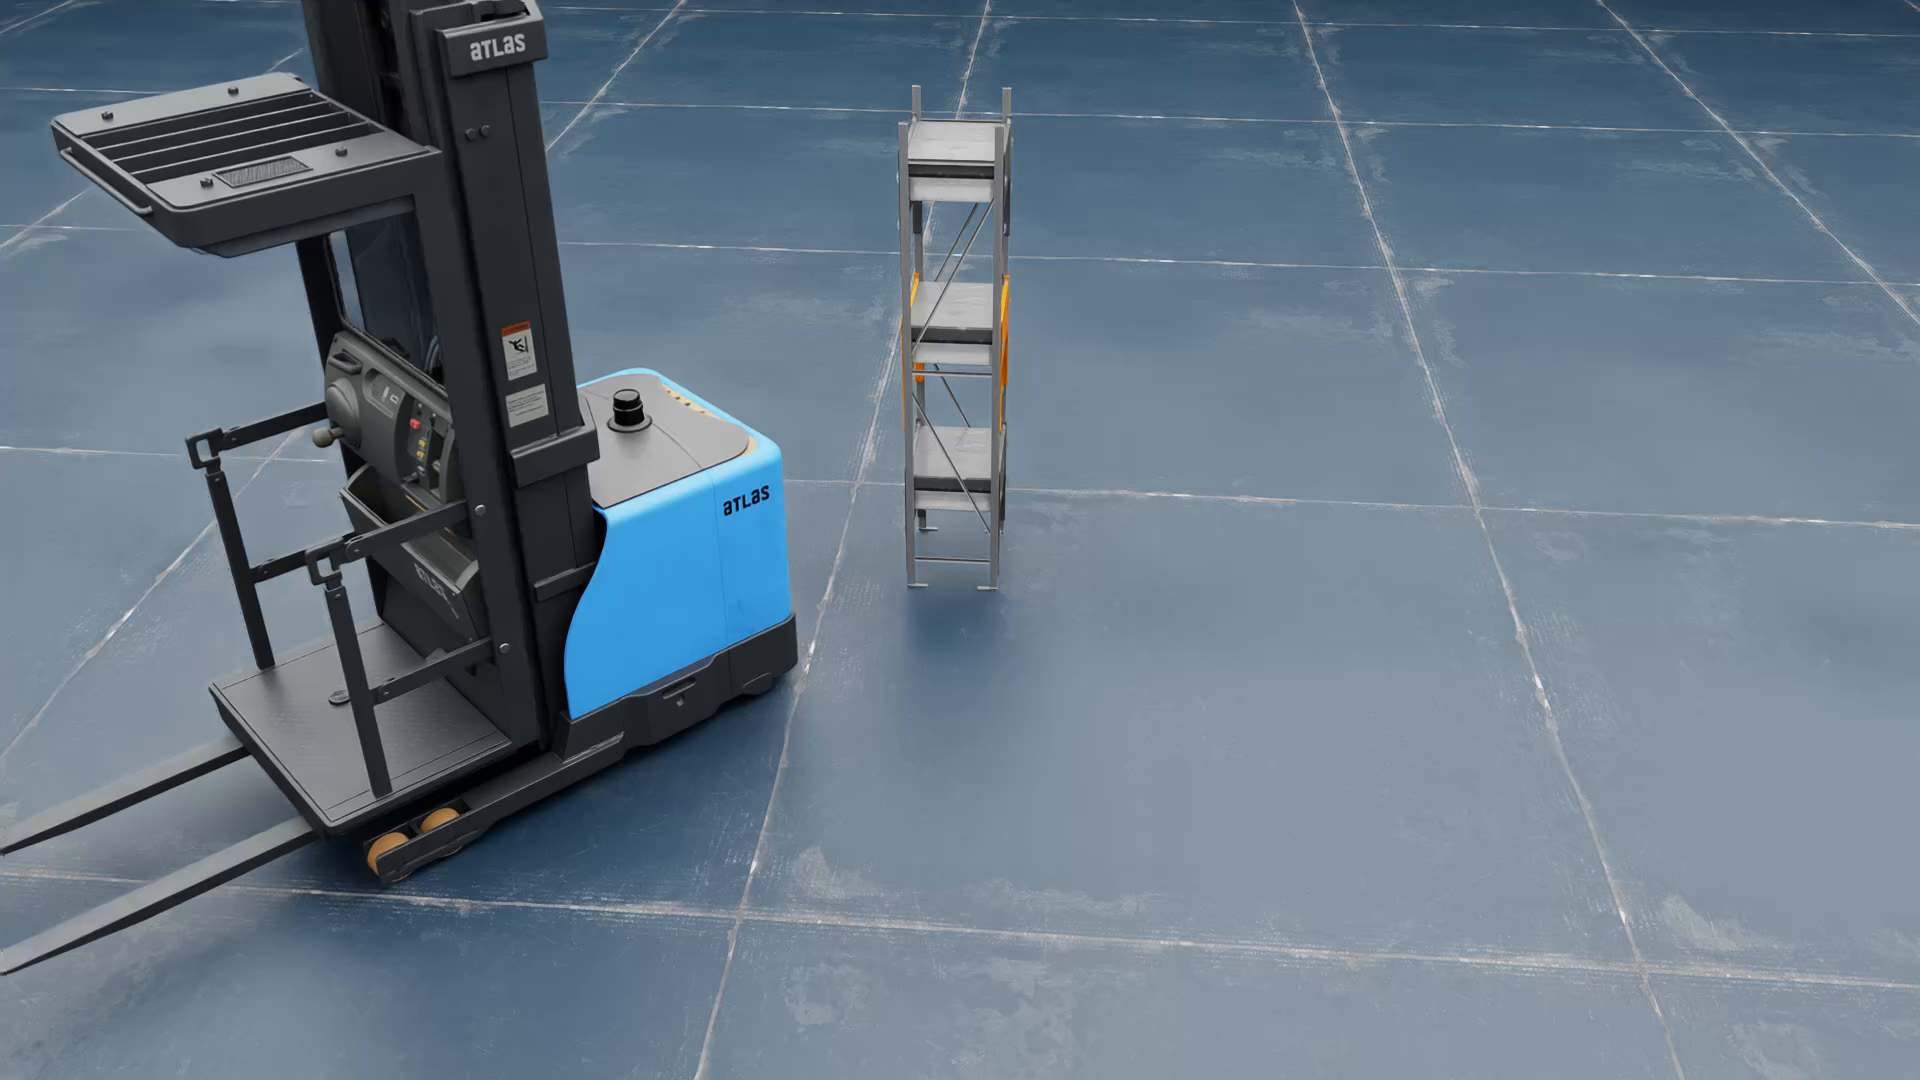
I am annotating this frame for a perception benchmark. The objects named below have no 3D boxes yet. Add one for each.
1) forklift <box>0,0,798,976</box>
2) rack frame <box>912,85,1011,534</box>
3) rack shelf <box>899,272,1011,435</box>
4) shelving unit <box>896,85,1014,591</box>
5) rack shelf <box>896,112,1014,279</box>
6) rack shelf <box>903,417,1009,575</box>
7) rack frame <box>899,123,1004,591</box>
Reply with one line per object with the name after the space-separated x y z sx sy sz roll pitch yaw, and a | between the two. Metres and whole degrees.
-2.099 -0.366 5.549 3.031 2.935 1.130 -25 40 -35 | forklift
0.006 -0.935 7.266 0.400 2.100 0.015 2 32 4 | rack frame
-0.013 -0.796 7.066 0.431 0.518 0.480 2 32 4 | rack shelf
-0.013 -0.807 7.059 0.431 2.100 0.503 2 32 4 | shelving unit
-0.014 -1.392 6.699 0.431 0.518 0.480 2 32 4 | rack shelf
-0.013 -0.200 7.433 0.431 0.518 0.480 2 32 4 | rack shelf
-0.033 -0.680 6.852 0.400 2.100 0.015 2 32 4 | rack frame
